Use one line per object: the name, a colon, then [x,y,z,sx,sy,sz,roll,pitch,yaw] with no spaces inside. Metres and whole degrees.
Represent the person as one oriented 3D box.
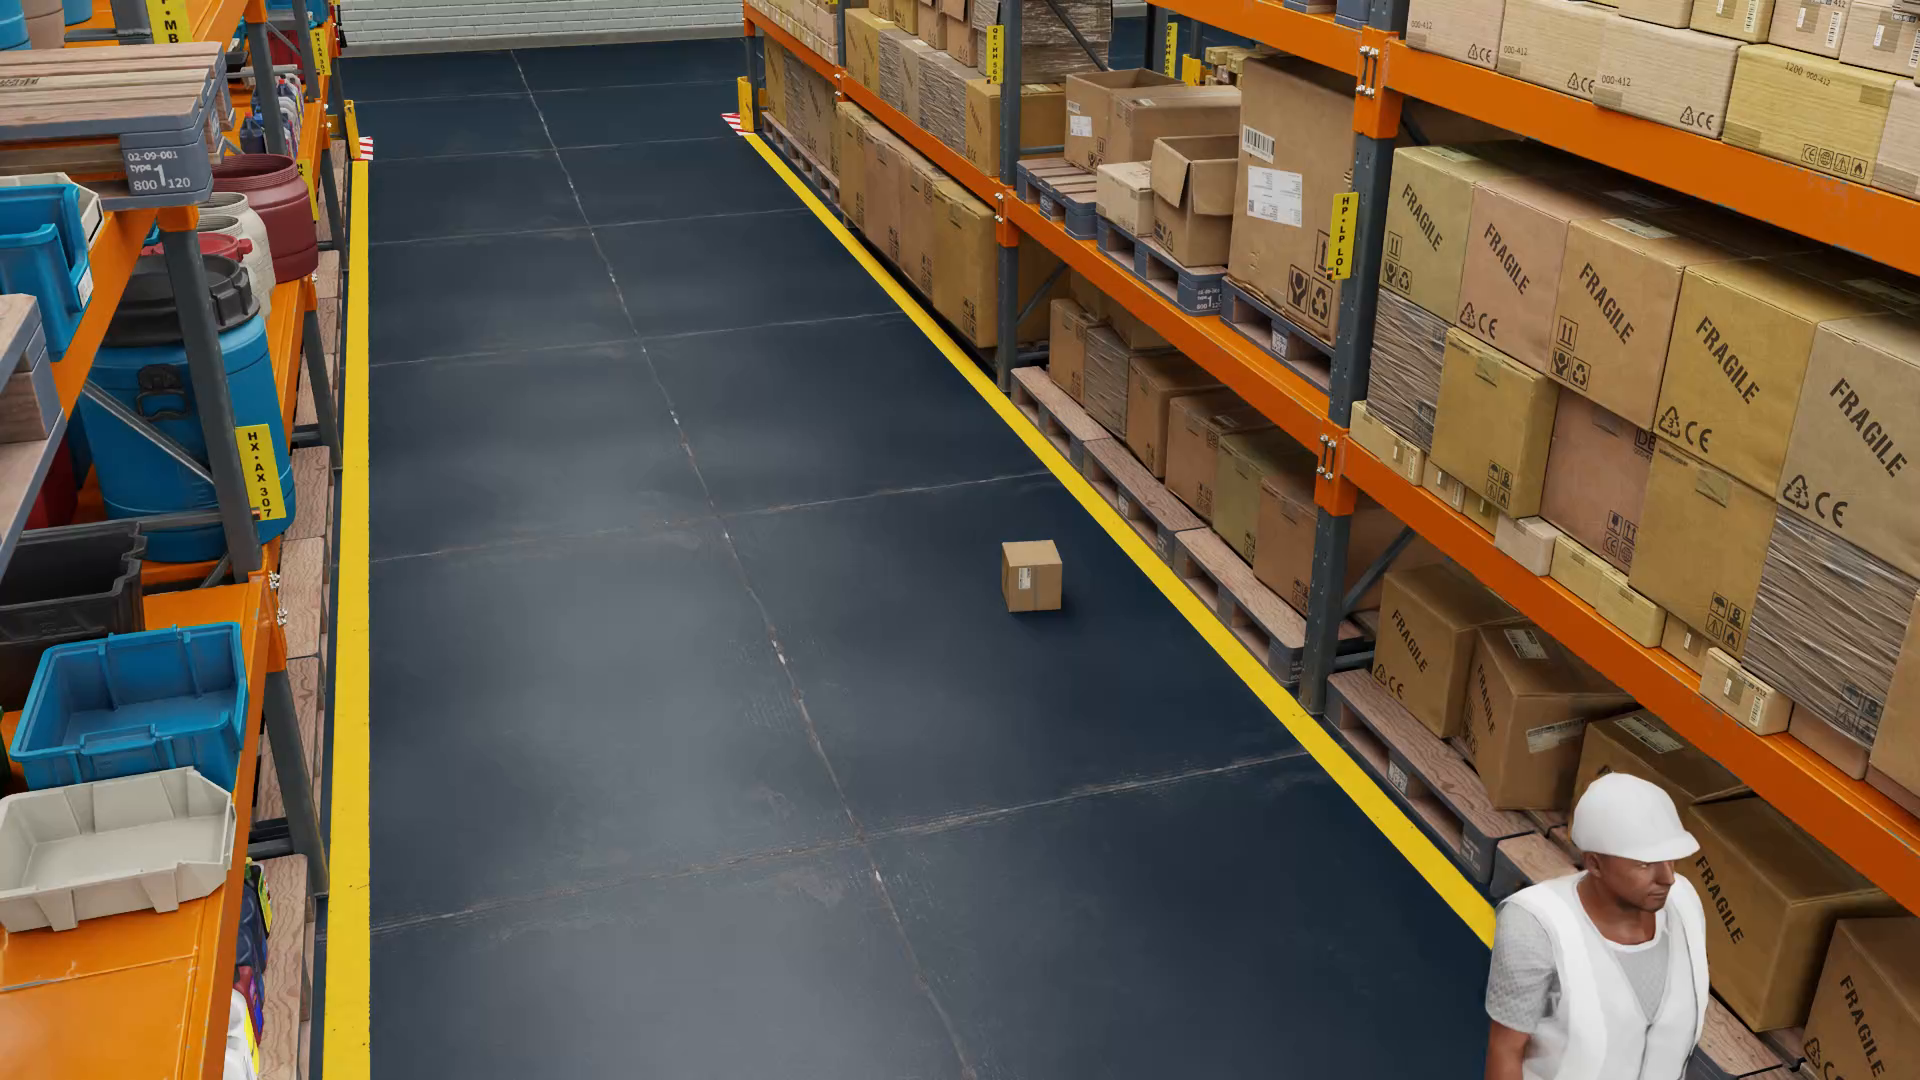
person: [1.431,1.315,3.877,0.552,1.765,0.747,-6,27,-12]
